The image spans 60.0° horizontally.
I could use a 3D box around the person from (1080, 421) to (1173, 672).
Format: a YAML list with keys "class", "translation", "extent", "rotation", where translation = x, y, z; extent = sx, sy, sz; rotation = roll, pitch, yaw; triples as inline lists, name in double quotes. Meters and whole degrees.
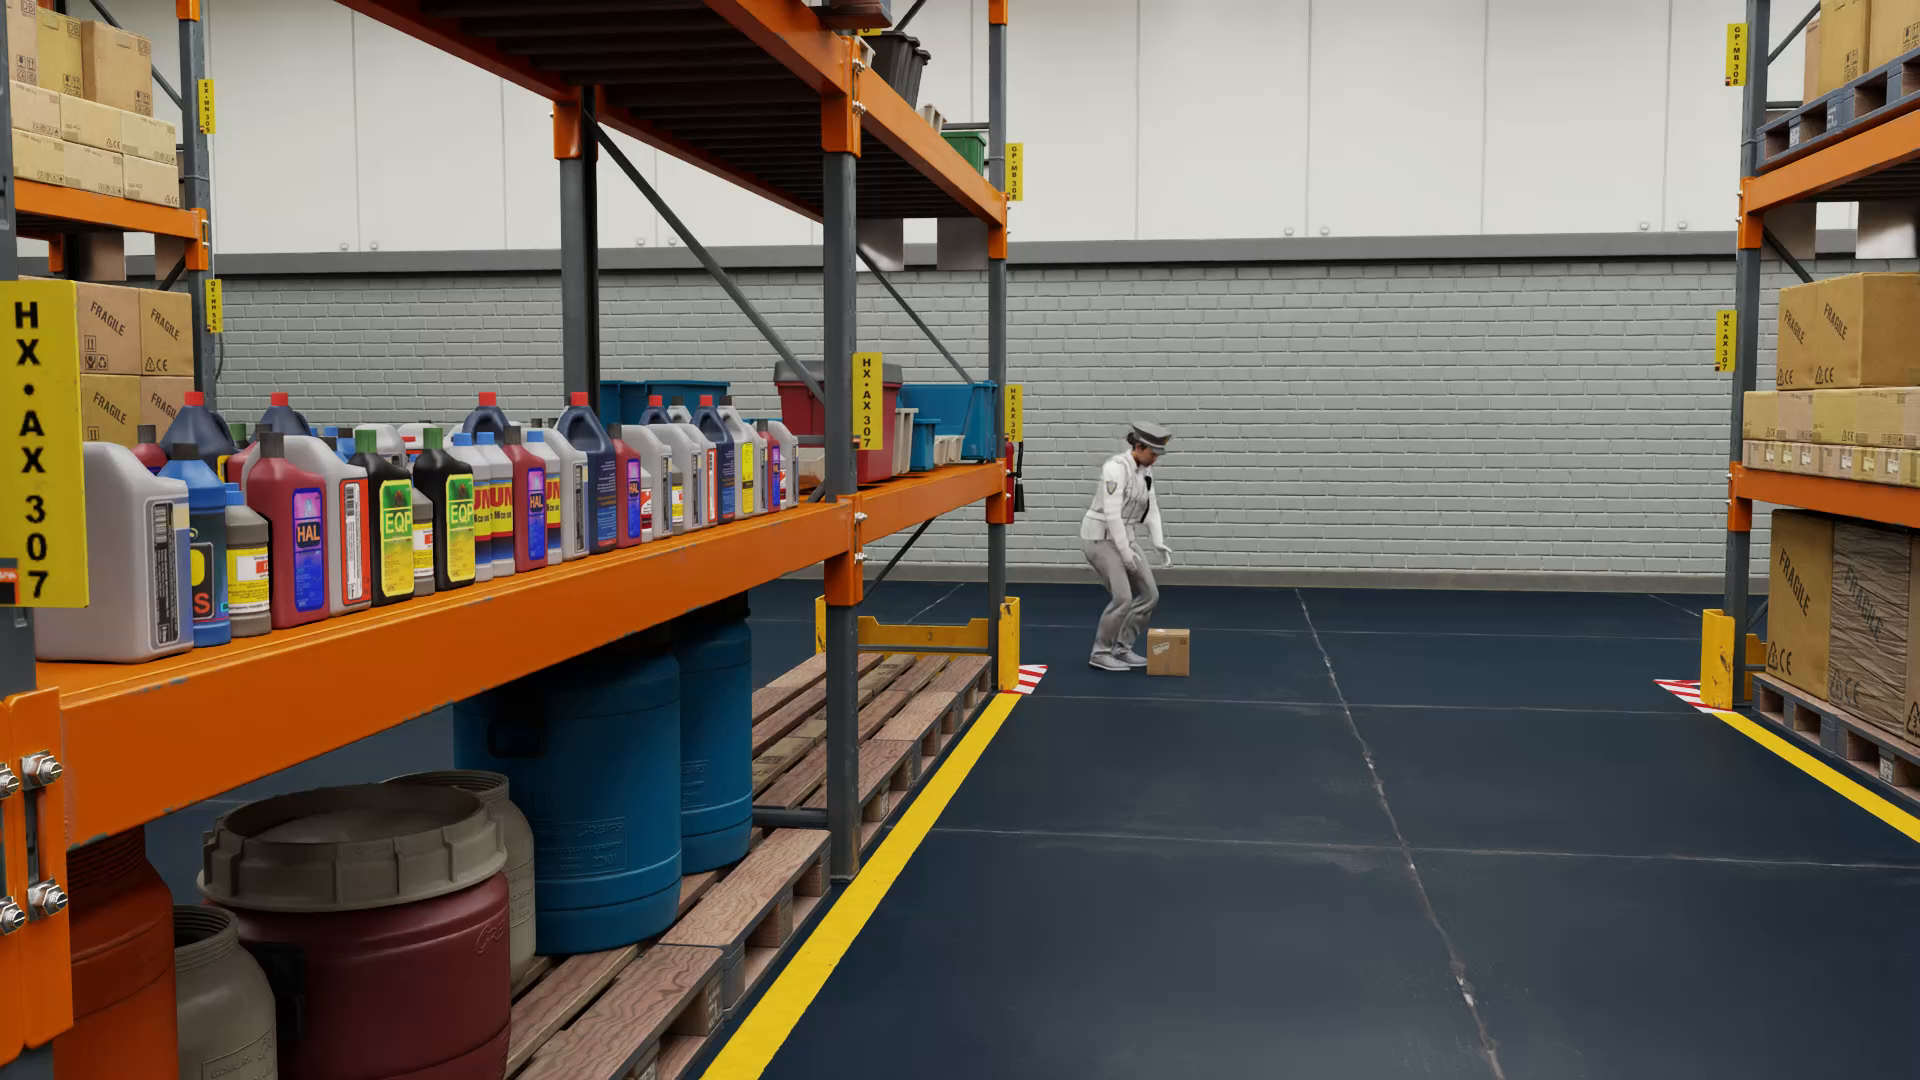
- class: "person"
  translation: [1.049, 0.033, 10.331]
  extent: [0.570, 1.542, 0.523]
  rotation: [4, 6, 40]
